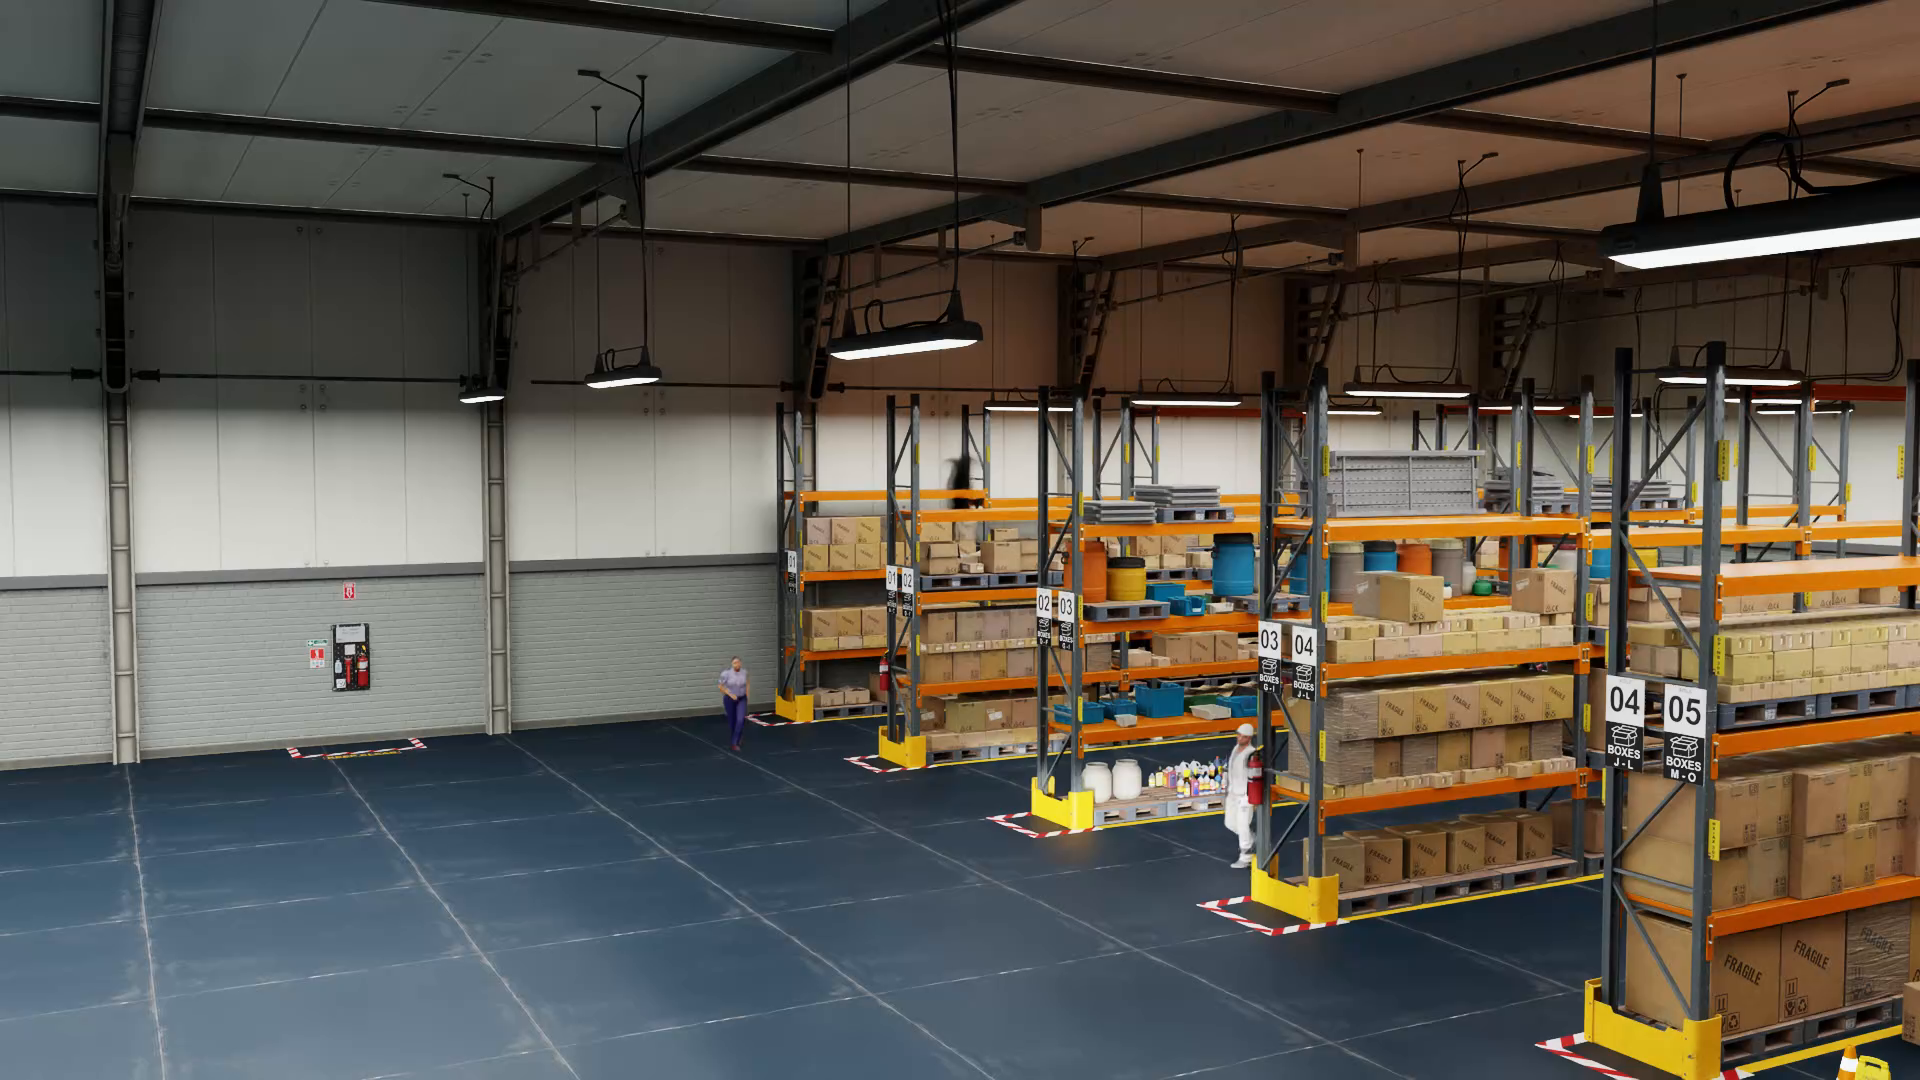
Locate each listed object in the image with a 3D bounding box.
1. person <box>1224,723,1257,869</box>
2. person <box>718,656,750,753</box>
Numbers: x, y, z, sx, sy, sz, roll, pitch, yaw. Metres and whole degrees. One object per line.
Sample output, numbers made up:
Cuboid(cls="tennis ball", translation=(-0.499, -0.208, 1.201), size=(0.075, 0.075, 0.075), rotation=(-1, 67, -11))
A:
Cuboid(cls="person", translation=(3.521, 3.112, 20.412), size=(0.591, 1.776, 0.677), rotation=(-1, 4, -23))
Cuboid(cls="person", translation=(-3.846, 2.763, 28.322), size=(0.570, 1.638, 0.785), rotation=(-1, 3, -13))
